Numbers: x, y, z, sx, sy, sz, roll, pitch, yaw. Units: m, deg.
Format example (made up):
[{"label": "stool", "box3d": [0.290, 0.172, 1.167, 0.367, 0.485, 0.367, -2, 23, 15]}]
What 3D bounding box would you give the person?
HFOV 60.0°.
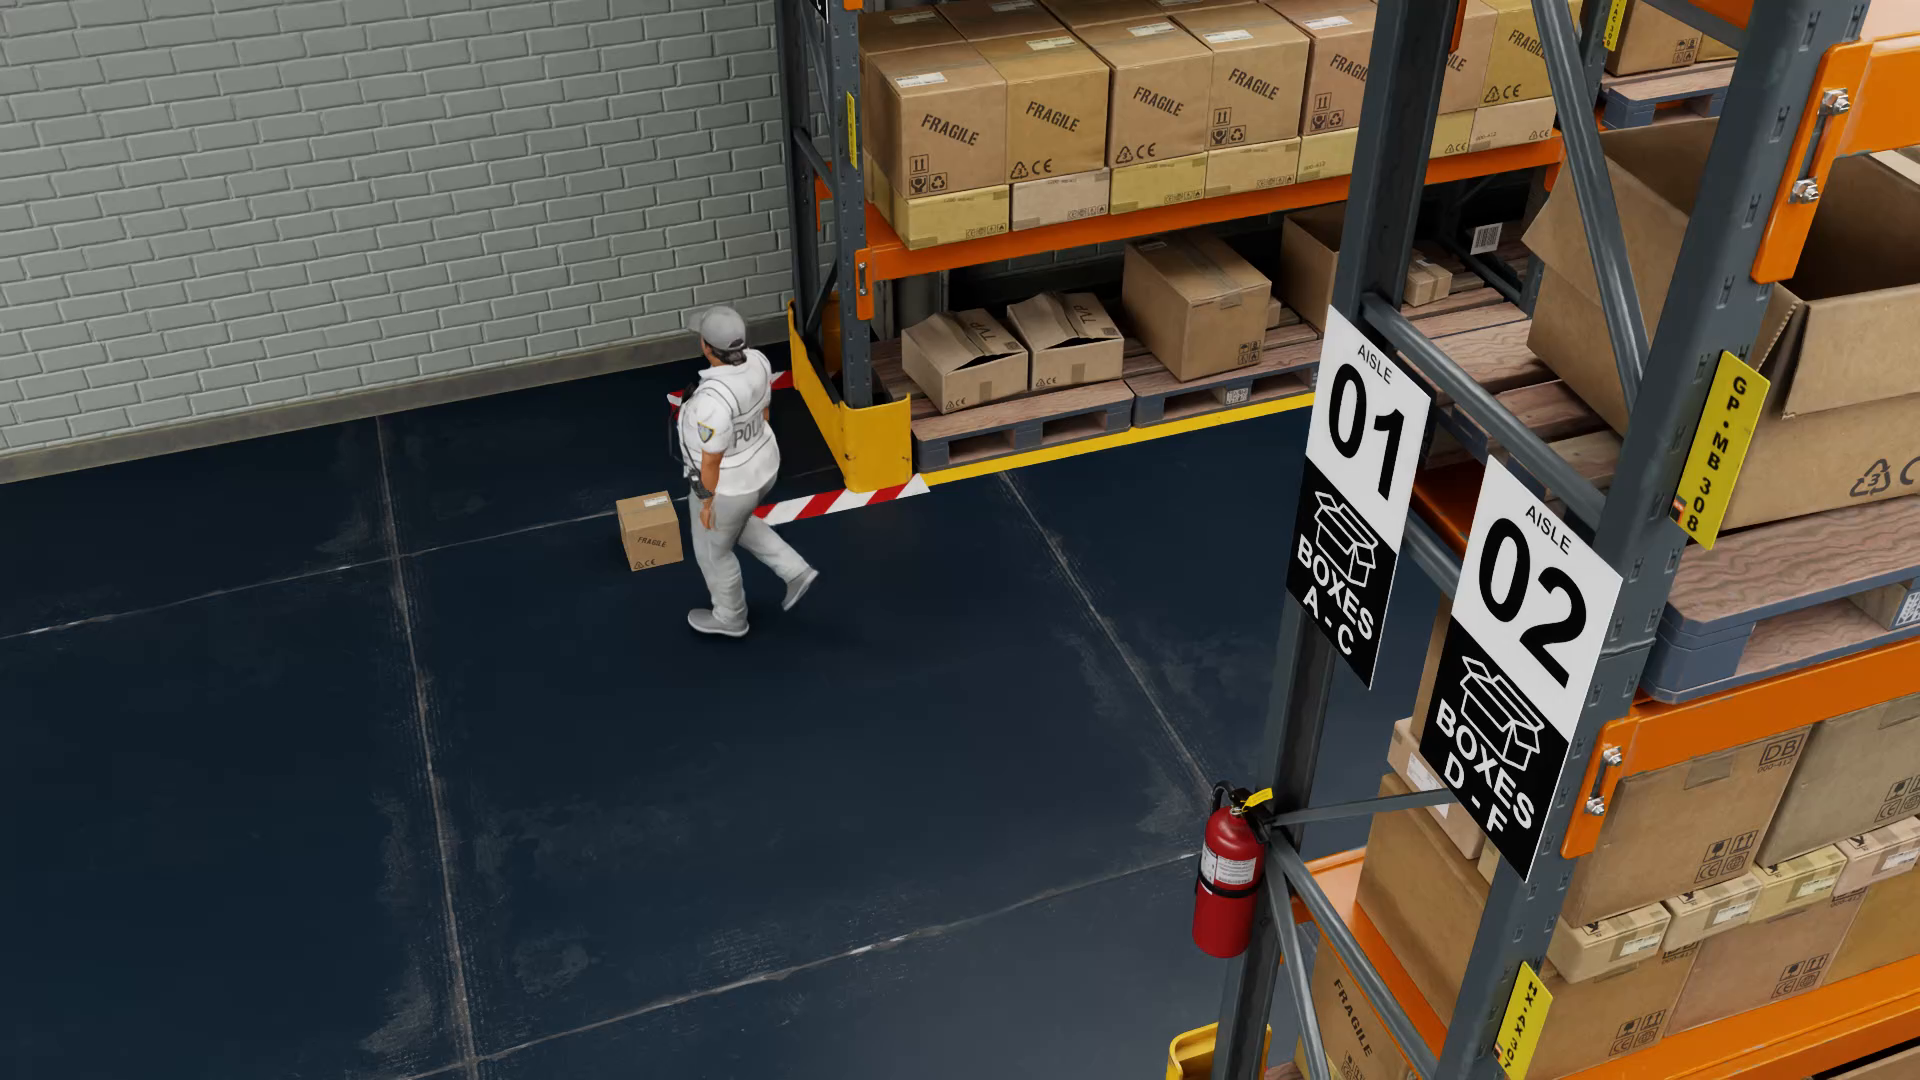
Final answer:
[{"label": "person", "box3d": [-0.949, -0.268, 7.105, 0.574, 1.648, 0.492, 13, 40, 16]}]
